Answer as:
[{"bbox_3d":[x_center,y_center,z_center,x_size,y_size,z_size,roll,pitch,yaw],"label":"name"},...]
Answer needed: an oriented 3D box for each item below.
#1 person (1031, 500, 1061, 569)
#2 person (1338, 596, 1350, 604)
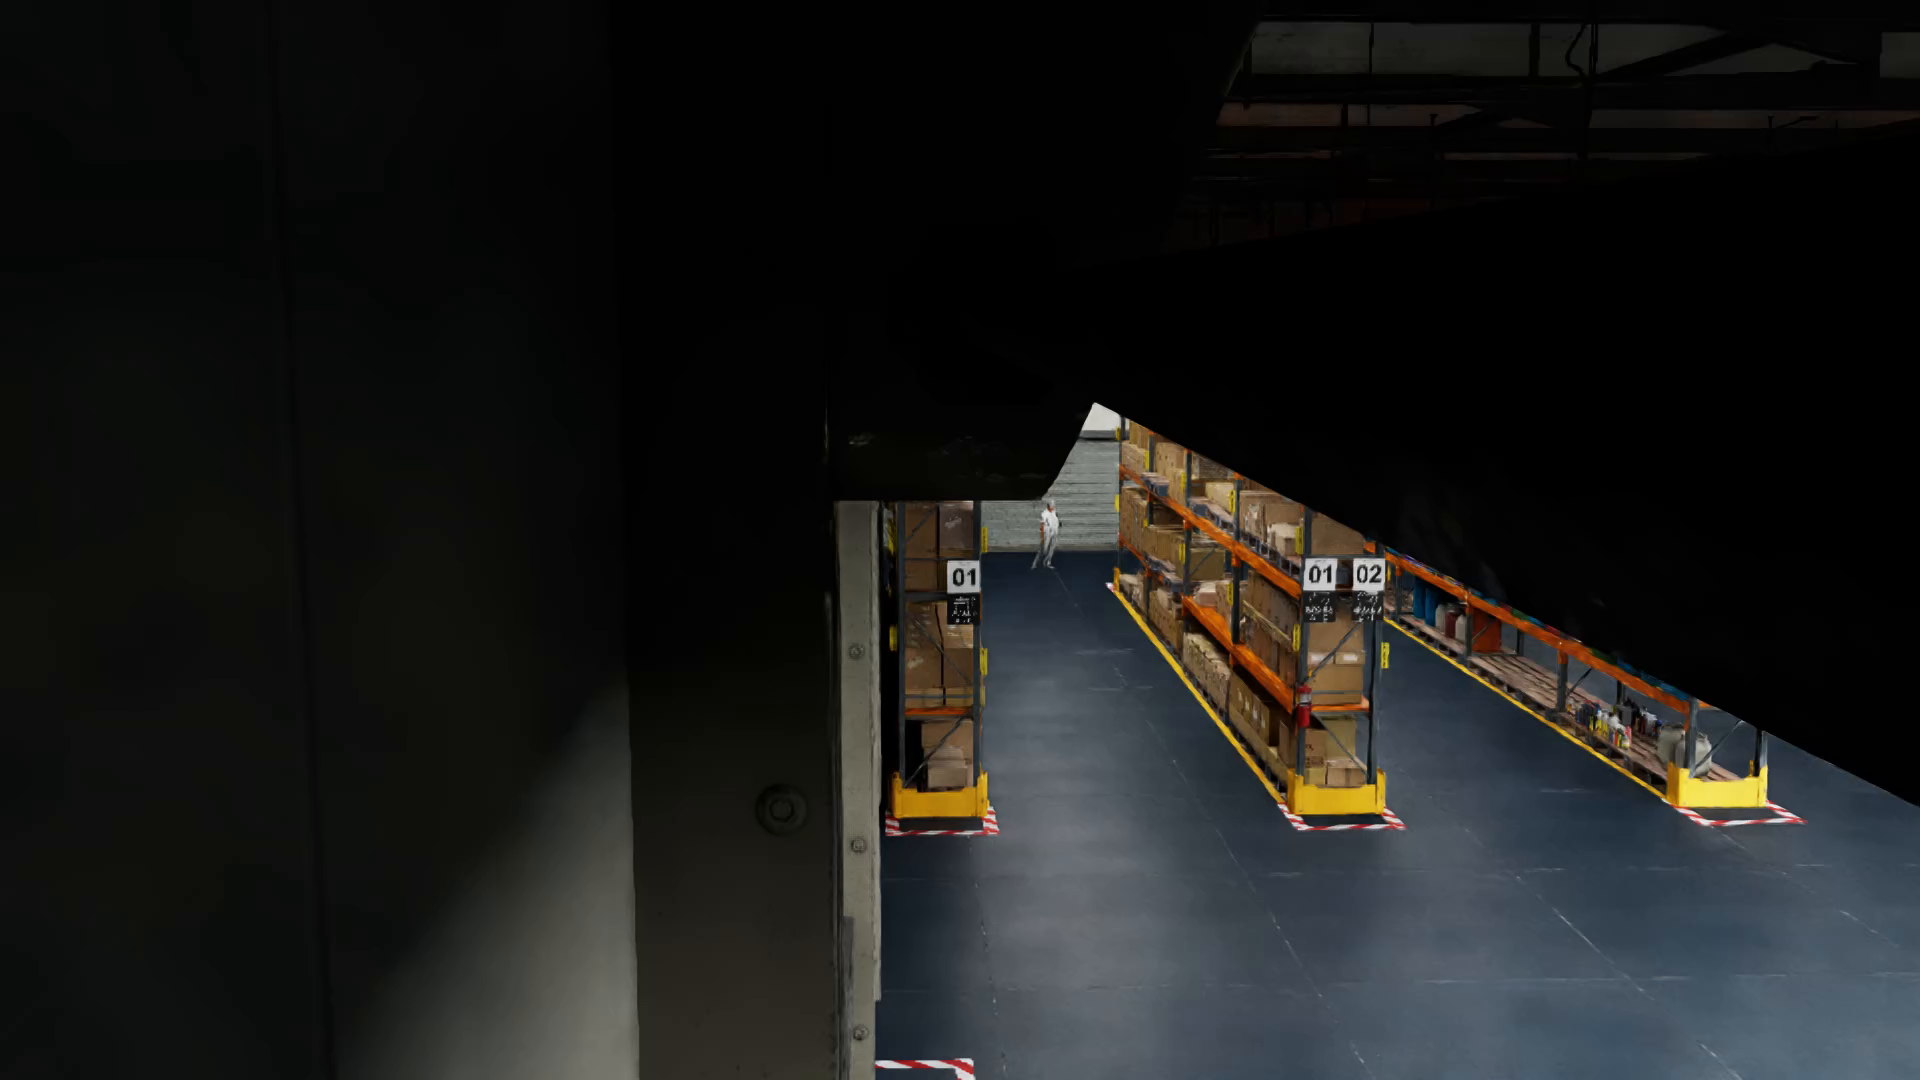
[{"bbox_3d":[2.011,-0.126,39.190,0.648,1.655,0.531,-8,11,-43],"label":"person"},{"bbox_3d":[6.199,1.542,27.225,0.445,1.772,0.600,-4,9,-27],"label":"person"}]
